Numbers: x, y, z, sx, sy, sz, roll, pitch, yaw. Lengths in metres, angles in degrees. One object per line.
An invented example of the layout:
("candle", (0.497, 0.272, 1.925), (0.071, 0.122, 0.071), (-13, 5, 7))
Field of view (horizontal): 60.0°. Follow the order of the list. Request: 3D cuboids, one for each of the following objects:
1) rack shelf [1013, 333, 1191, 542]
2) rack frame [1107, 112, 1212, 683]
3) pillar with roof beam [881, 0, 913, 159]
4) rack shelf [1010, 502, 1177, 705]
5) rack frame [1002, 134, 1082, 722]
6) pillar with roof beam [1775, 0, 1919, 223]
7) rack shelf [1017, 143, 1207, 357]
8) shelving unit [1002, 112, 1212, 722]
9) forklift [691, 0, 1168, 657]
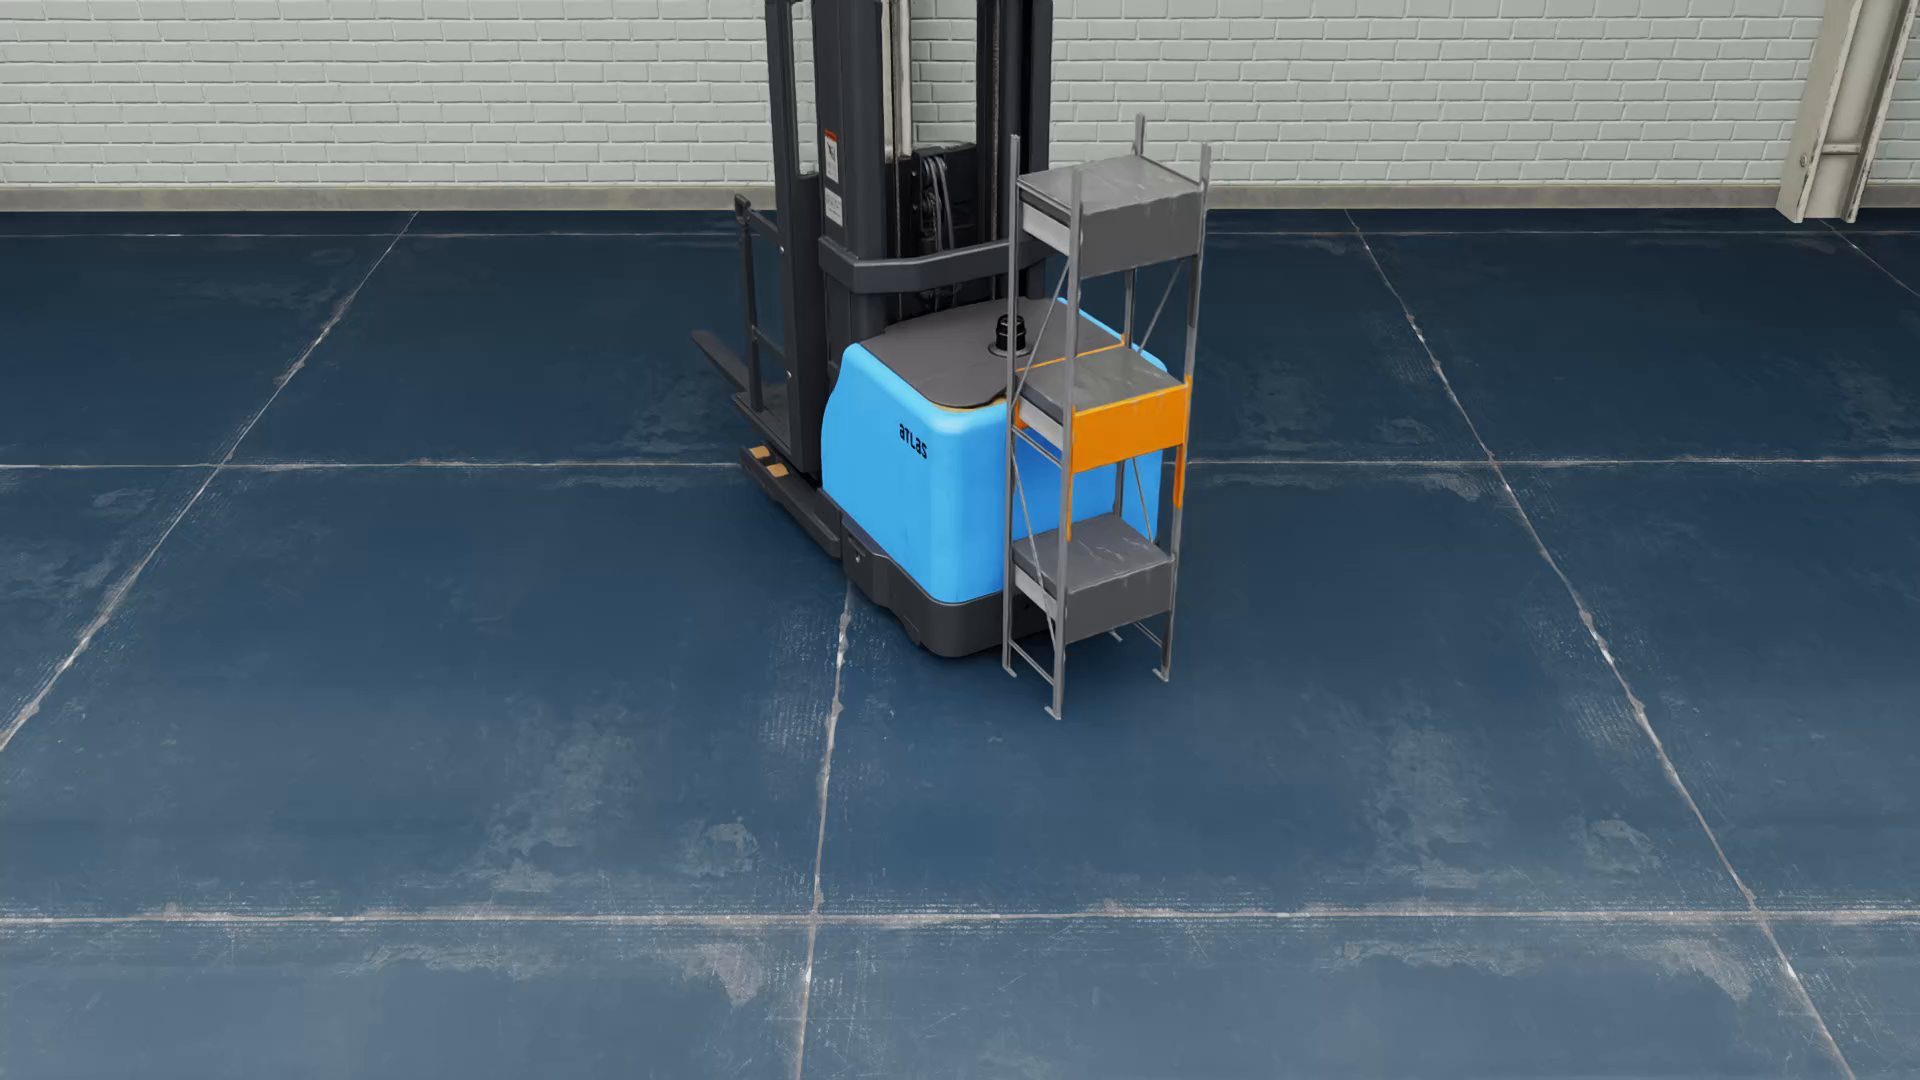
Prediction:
("rack shelf", (0.480, -0.368, 5.859), (0.480, 0.518, 0.431), (-16, 35, -25))
("rack frame", (0.693, -0.442, 5.954), (0.015, 2.100, 0.400), (-16, 35, -25))
("pillar with roof beam", (-0.475, -3.694, 4.663), (0.400, 9.000, 9.100), (0, 31, 0))
("rack shelf", (0.480, 0.230, 6.222), (0.480, 0.518, 0.431), (-16, 35, -25))
("rack frame", (0.268, -0.318, 5.749), (0.015, 2.100, 0.400), (-16, 35, -25))
("pillar with roof beam", (5.525, -3.712, 4.693), (0.400, 9.000, 9.100), (0, 31, 0))
("rack shelf", (0.480, -0.967, 5.496), (0.480, 0.518, 0.431), (-16, 35, -25))
("shelving unit", (0.480, -0.380, 5.852), (0.503, 2.100, 0.431), (-16, 35, -25))
("forklift", (-0.356, -1.539, 6.961), (1.130, 2.935, 3.031), (-16, 35, -25))
